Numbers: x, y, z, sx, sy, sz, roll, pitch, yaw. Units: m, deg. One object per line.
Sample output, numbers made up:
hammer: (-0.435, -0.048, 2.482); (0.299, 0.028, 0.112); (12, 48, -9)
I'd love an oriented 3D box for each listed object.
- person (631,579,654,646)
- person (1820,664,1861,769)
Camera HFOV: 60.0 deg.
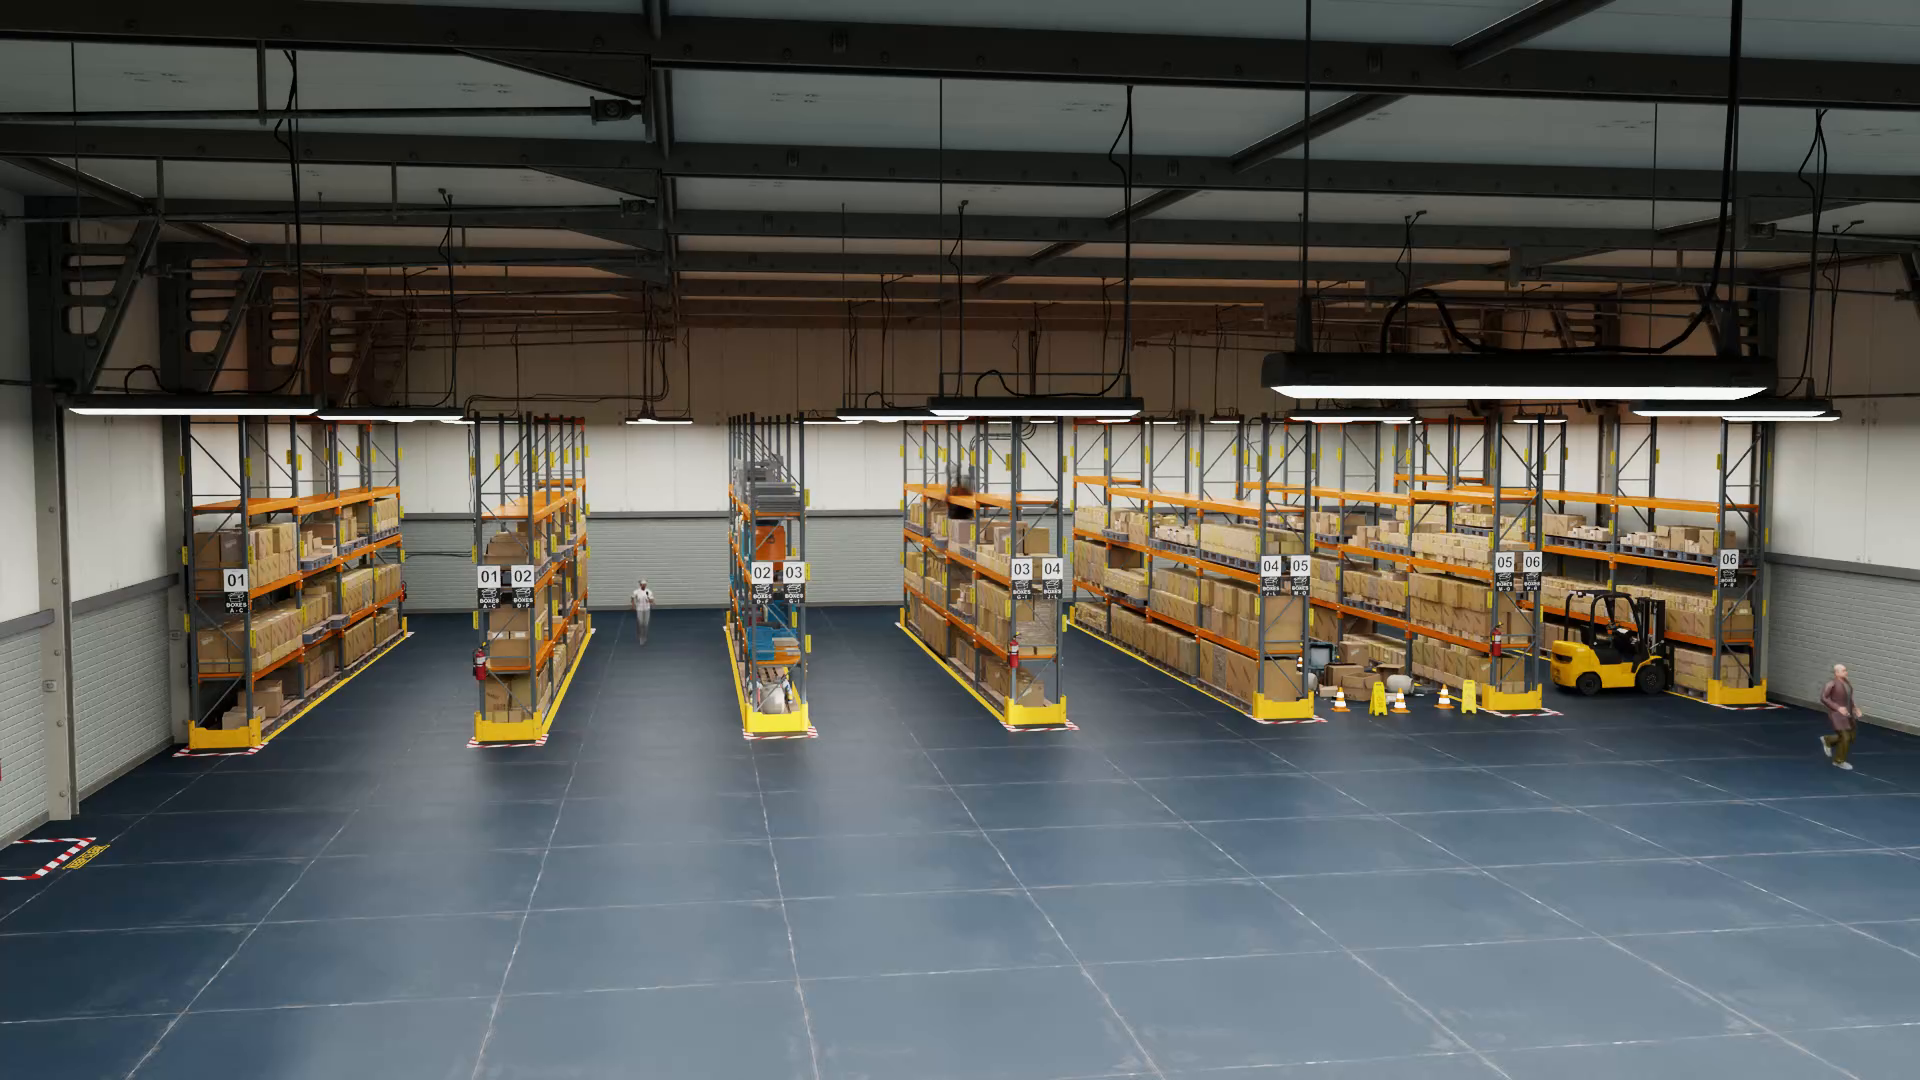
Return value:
person: (-8.365, 1.894, 43.885); (0.550, 1.755, 0.763); (-2, 4, -22)
person: (14.776, 2.960, 28.028); (0.712, 1.739, 0.653); (-2, 4, -28)
